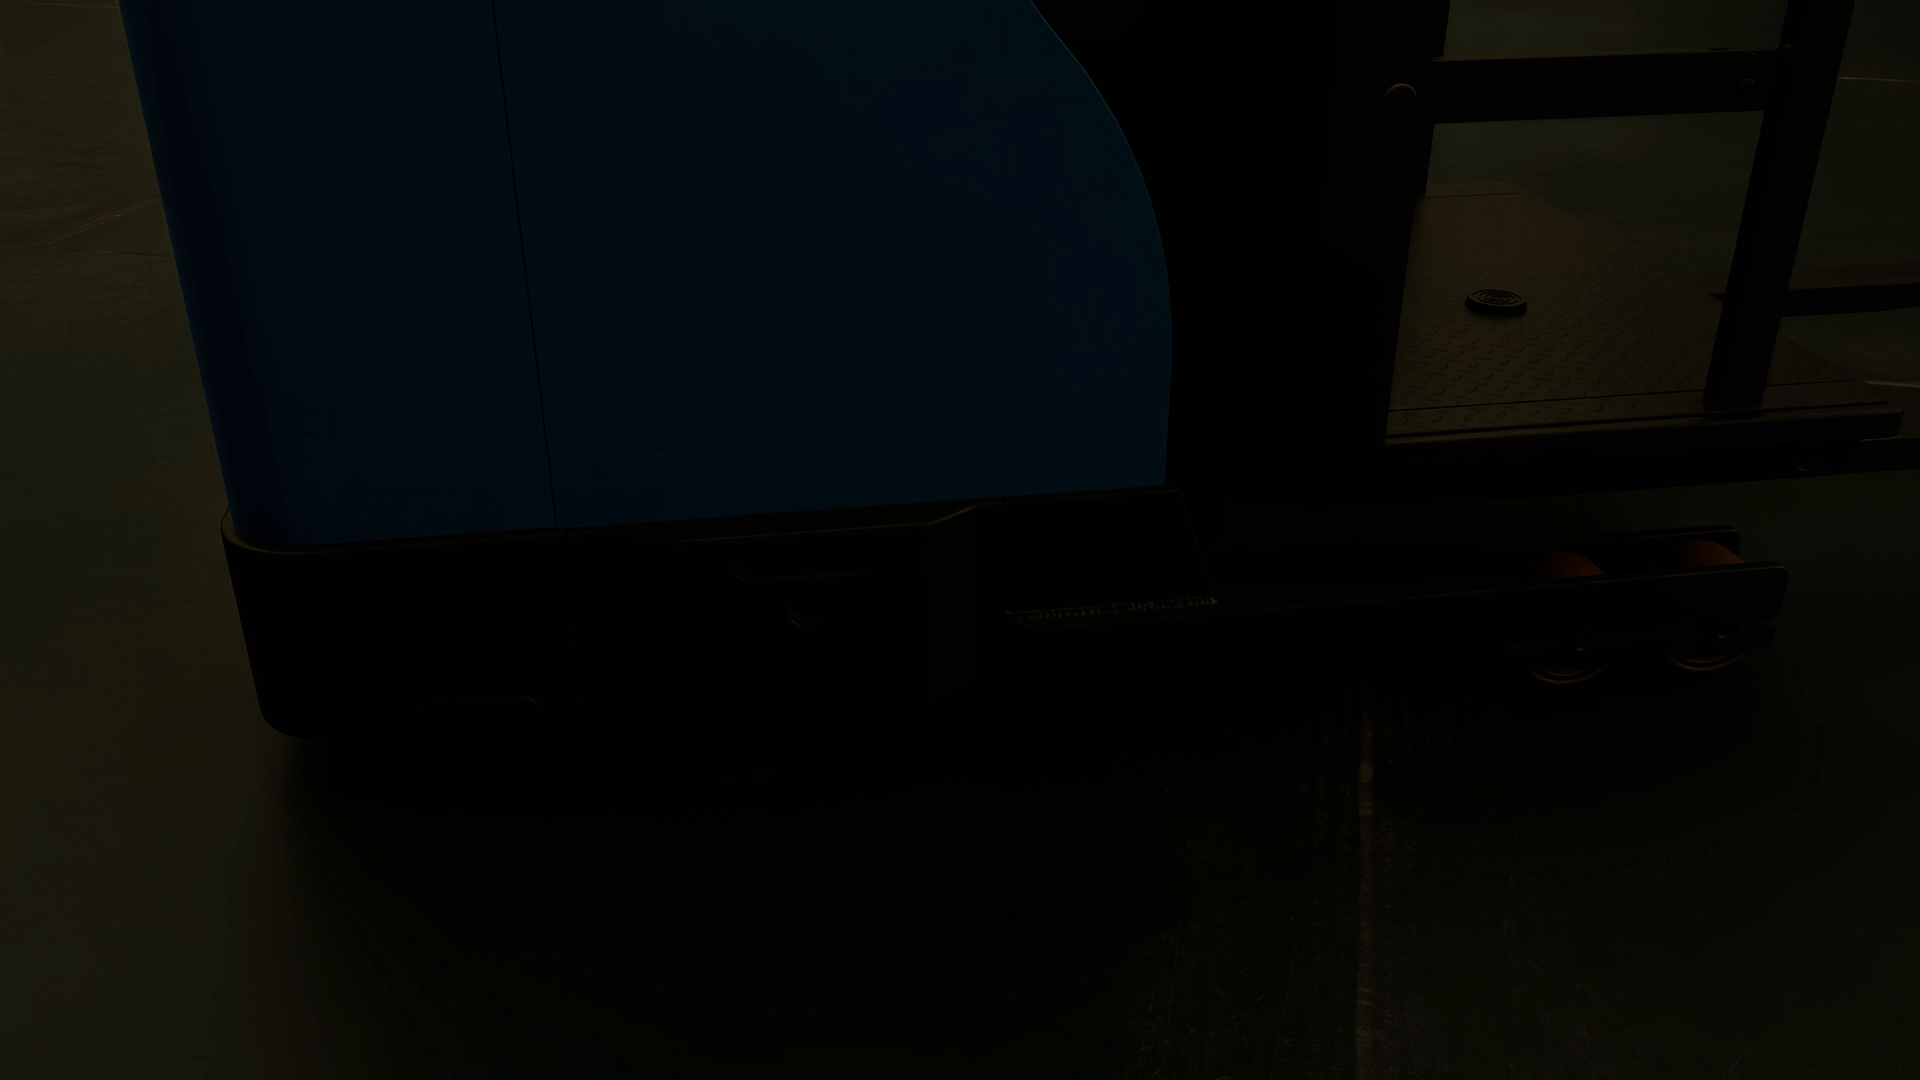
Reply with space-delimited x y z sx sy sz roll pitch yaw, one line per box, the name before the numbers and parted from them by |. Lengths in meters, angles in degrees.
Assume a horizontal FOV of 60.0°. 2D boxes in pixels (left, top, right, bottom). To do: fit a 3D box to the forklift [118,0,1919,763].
forklift | 0.600 -1.354 1.930 3.031 2.935 1.130 -4 27 -9
